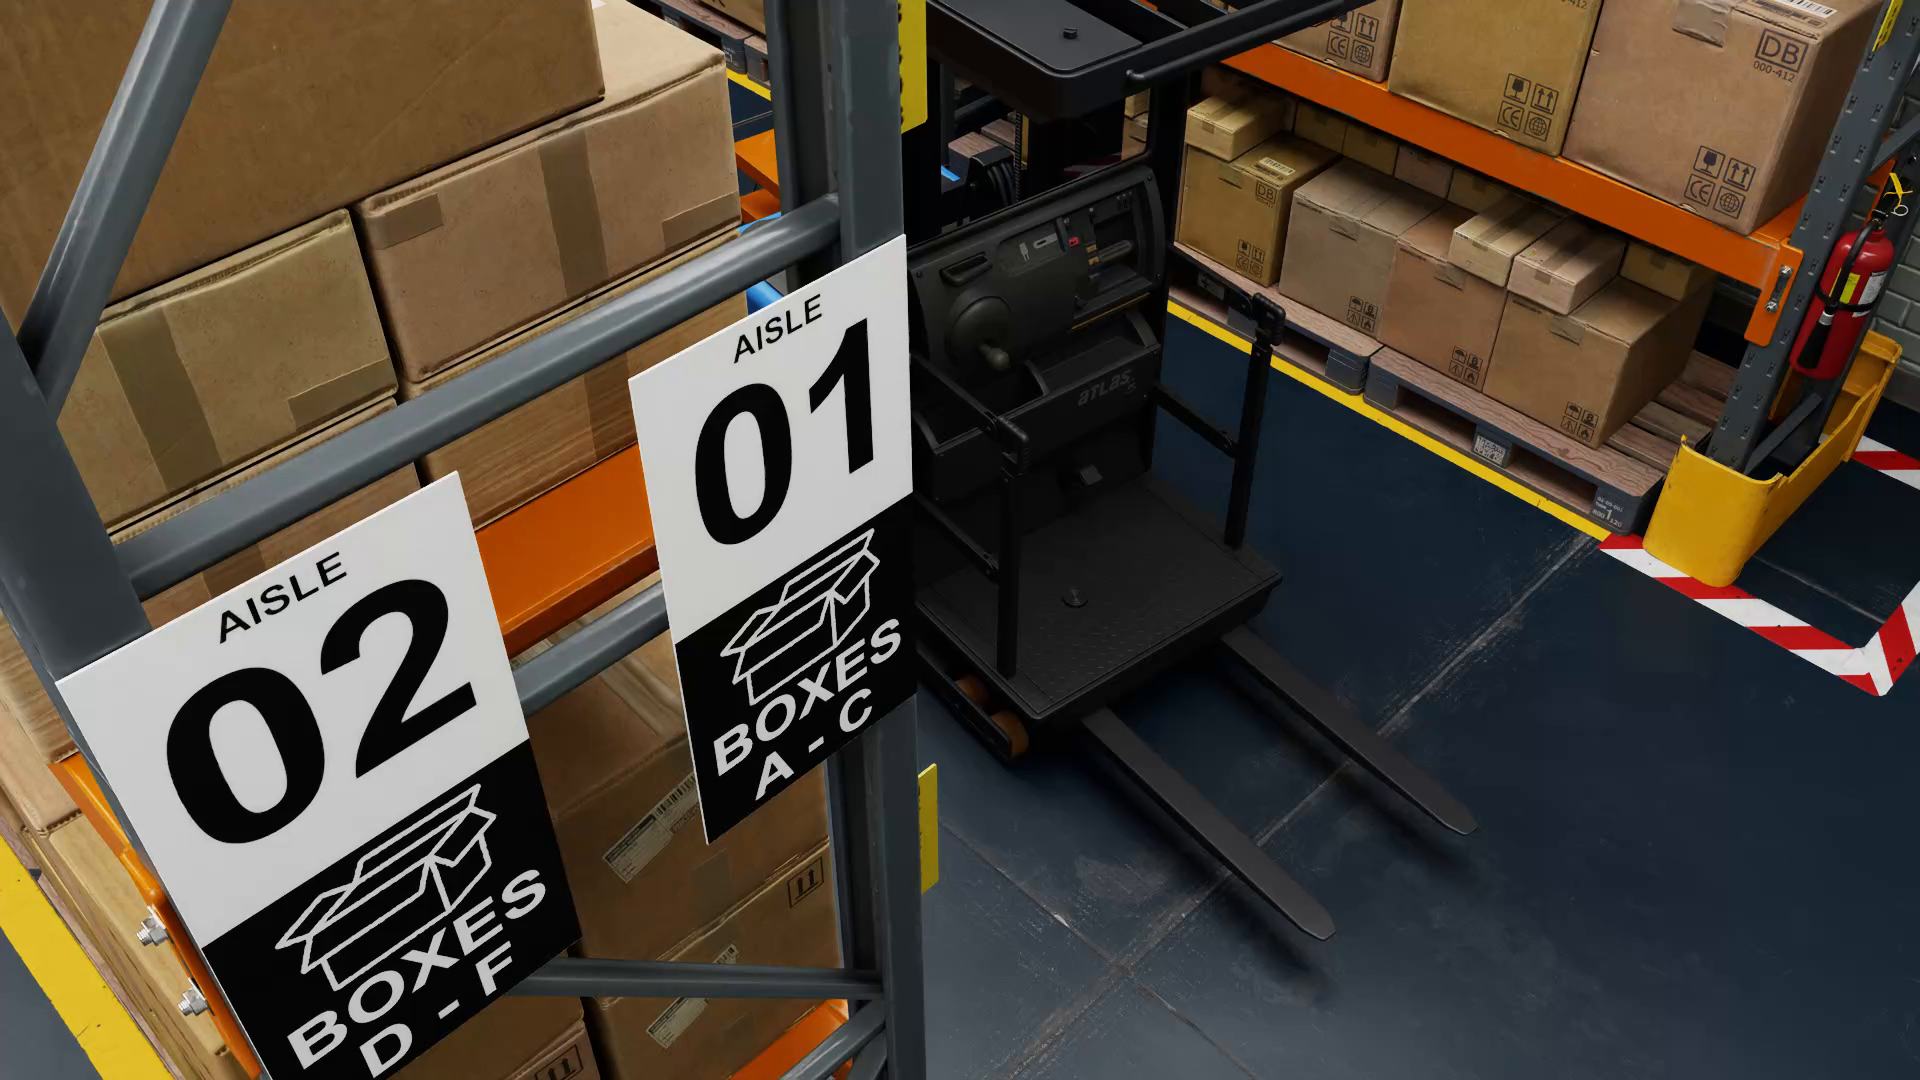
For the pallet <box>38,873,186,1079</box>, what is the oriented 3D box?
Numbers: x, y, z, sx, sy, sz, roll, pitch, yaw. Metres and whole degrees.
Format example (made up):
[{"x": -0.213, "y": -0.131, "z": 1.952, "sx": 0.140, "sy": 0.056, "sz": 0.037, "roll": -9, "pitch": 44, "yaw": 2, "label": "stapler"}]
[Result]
[{"x": -1.934, "y": 1.111, "z": 4.892, "sx": 1.003, "sy": 0.211, "sz": 1.213, "roll": -34, "pitch": 53, "yaw": -31, "label": "pallet"}]

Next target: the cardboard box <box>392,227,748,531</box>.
[{"x": -0.642, "y": -0.323, "z": 2.290, "sx": 0.500, "sy": 0.250, "sz": 0.500, "roll": -34, "pitch": 53, "yaw": -31, "label": "cardboard box"}]

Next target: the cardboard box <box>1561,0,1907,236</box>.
[{"x": 2.678, "y": -1.634, "z": 5.587, "sx": 0.980, "sy": 0.700, "sz": 0.700, "roll": -32, "pitch": 51, "yaw": -30, "label": "cardboard box"}]

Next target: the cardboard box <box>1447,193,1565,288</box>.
[{"x": 2.079, "y": -1.143, "z": 6.332, "sx": 0.380, "sy": 0.149, "sz": 0.250, "roll": -33, "pitch": 52, "yaw": -30, "label": "cardboard box"}]

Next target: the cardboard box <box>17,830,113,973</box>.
[{"x": -1.686, "y": 0.481, "z": 3.446, "sx": 0.500, "sy": 0.500, "sz": 0.500, "roll": -34, "pitch": 52, "yaw": -31, "label": "cardboard box"}]

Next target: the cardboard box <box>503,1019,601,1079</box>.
[{"x": -0.969, "y": 0.971, "z": 2.915, "sx": 0.500, "sy": 0.500, "sz": 0.500, "roll": -32, "pitch": 52, "yaw": -30, "label": "cardboard box"}]

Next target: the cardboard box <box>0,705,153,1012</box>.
[{"x": -1.326, "y": 0.364, "z": 2.836, "sx": 0.500, "sy": 0.500, "sz": 0.500, "roll": -33, "pitch": 52, "yaw": -30, "label": "cardboard box"}]

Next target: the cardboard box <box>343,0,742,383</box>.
[{"x": -0.638, "y": -0.509, "z": 2.123, "sx": 0.500, "sy": 0.250, "sz": 0.500, "roll": -34, "pitch": 53, "yaw": -31, "label": "cardboard box"}]

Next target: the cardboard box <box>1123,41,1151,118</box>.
[{"x": 0.788, "y": -2.020, "z": 7.280, "sx": 0.380, "sy": 0.149, "sz": 0.250, "roll": -32, "pitch": 52, "yaw": -30, "label": "cardboard box"}]

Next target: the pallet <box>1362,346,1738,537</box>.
[{"x": 2.425, "y": -0.606, "z": 6.751, "sx": 1.003, "sy": 0.211, "sz": 1.213, "roll": -34, "pitch": 53, "yaw": -31, "label": "pallet"}]

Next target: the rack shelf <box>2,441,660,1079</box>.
[{"x": -1.872, "y": -0.706, "z": 3.124, "sx": 1.077, "sy": 0.370, "sz": 4.000, "roll": -34, "pitch": 53, "yaw": -31, "label": "rack shelf"}]

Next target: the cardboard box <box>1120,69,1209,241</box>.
[{"x": 1.028, "y": -1.790, "z": 7.510, "sx": 0.500, "sy": 0.500, "sz": 0.700, "roll": 34, "pitch": 52, "yaw": 31, "label": "cardboard box"}]

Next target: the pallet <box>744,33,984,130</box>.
[{"x": -0.378, "y": -2.516, "z": 8.817, "sx": 1.003, "sy": 0.211, "sz": 1.213, "roll": -34, "pitch": 53, "yaw": -31, "label": "pallet"}]

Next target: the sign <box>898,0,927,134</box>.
[{"x": -0.076, "y": -0.591, "z": 1.825, "sx": 0.100, "sy": 0.325, "sz": 0.005, "roll": -34, "pitch": 53, "yaw": -31, "label": "sign"}]

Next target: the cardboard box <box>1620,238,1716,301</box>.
[{"x": 2.710, "y": -1.082, "z": 6.265, "sx": 0.380, "sy": 0.149, "sz": 0.250, "roll": -34, "pitch": 52, "yaw": -31, "label": "cardboard box"}]

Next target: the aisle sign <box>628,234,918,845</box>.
[{"x": -0.204, "y": 0.030, "z": 2.092, "sx": 0.394, "sy": 0.787, "sz": 0.004, "roll": -34, "pitch": 53, "yaw": -31, "label": "aisle sign"}]

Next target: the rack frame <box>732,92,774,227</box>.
[{"x": -0.799, "y": -1.220, "z": 6.686, "sx": 0.240, "sy": 1.200, "sz": 0.015, "roll": -27, "pitch": 49, "yaw": -26, "label": "rack frame"}]

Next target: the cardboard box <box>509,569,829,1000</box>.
[{"x": -0.586, "y": 0.349, "z": 2.852, "sx": 0.500, "sy": 0.500, "sz": 0.500, "roll": -32, "pitch": 52, "yaw": -30, "label": "cardboard box"}]

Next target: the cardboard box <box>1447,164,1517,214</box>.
[{"x": 2.175, "y": -1.446, "z": 6.659, "sx": 0.380, "sy": 0.149, "sz": 0.250, "roll": -34, "pitch": 52, "yaw": -31, "label": "cardboard box"}]

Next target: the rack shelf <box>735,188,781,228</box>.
[{"x": -0.651, "y": -1.203, "z": 6.437, "sx": 0.258, "sy": 0.148, "sz": 0.480, "roll": -27, "pitch": 49, "yaw": -26, "label": "rack shelf"}]

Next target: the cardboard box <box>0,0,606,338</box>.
[{"x": -0.834, "y": -0.652, "z": 1.725, "sx": 0.700, "sy": 0.500, "sz": 0.500, "roll": -34, "pitch": 53, "yaw": -31, "label": "cardboard box"}]

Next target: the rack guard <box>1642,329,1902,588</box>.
[{"x": 3.062, "y": -0.354, "z": 6.265, "sx": 1.175, "sy": 0.500, "sz": 0.348, "roll": -34, "pitch": 53, "yaw": -31, "label": "rack guard"}]

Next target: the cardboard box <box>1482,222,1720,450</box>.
[{"x": 2.480, "y": -0.808, "z": 6.447, "sx": 0.700, "sy": 0.500, "sz": 0.500, "roll": -34, "pitch": 53, "yaw": -31, "label": "cardboard box"}]

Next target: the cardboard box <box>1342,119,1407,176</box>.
[{"x": 1.813, "y": -1.691, "z": 6.924, "sx": 0.380, "sy": 0.149, "sz": 0.250, "roll": -34, "pitch": 52, "yaw": -31, "label": "cardboard box"}]

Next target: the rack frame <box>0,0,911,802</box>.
[{"x": -0.460, "y": -1.111, "z": 0.822, "sx": 1.000, "sy": 3.000, "sz": 0.127, "roll": -34, "pitch": 53, "yaw": -31, "label": "rack frame"}]

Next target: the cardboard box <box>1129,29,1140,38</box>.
[{"x": 0.714, "y": -2.436, "z": 7.731, "sx": 0.250, "sy": 0.149, "sz": 0.380, "roll": 34, "pitch": 52, "yaw": 31, "label": "cardboard box"}]

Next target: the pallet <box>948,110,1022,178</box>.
[{"x": 0.702, "y": -1.779, "z": 8.019, "sx": 1.003, "sy": 0.211, "sz": 1.213, "roll": -34, "pitch": 53, "yaw": -31, "label": "pallet"}]

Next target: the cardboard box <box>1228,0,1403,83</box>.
[{"x": 1.624, "y": -2.349, "z": 6.361, "sx": 0.700, "sy": 0.700, "sz": 0.980, "roll": 32, "pitch": 51, "yaw": 30, "label": "cardboard box"}]

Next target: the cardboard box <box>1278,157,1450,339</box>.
[{"x": 1.771, "y": -1.290, "z": 6.968, "sx": 0.500, "sy": 0.500, "sz": 0.700, "roll": 32, "pitch": 52, "yaw": 30, "label": "cardboard box"}]

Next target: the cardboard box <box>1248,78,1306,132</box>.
[{"x": 1.452, "y": -1.936, "z": 7.189, "sx": 0.380, "sy": 0.149, "sz": 0.250, "roll": -34, "pitch": 52, "yaw": -31, "label": "cardboard box"}]

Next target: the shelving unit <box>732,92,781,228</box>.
[{"x": -0.651, "y": -1.088, "z": 6.543, "sx": 0.258, "sy": 1.200, "sz": 0.503, "roll": -27, "pitch": 49, "yaw": -26, "label": "shelving unit"}]

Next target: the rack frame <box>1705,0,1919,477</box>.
[{"x": 3.045, "y": -1.284, "z": 5.429, "sx": 1.000, "sy": 3.000, "sz": 0.127, "roll": -34, "pitch": 53, "yaw": -31, "label": "rack frame"}]

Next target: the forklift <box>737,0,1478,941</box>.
[{"x": 0.379, "y": -0.736, "z": 4.887, "sx": 1.130, "sy": 2.935, "sz": 3.031, "roll": -27, "pitch": 49, "yaw": -26, "label": "forklift"}]
